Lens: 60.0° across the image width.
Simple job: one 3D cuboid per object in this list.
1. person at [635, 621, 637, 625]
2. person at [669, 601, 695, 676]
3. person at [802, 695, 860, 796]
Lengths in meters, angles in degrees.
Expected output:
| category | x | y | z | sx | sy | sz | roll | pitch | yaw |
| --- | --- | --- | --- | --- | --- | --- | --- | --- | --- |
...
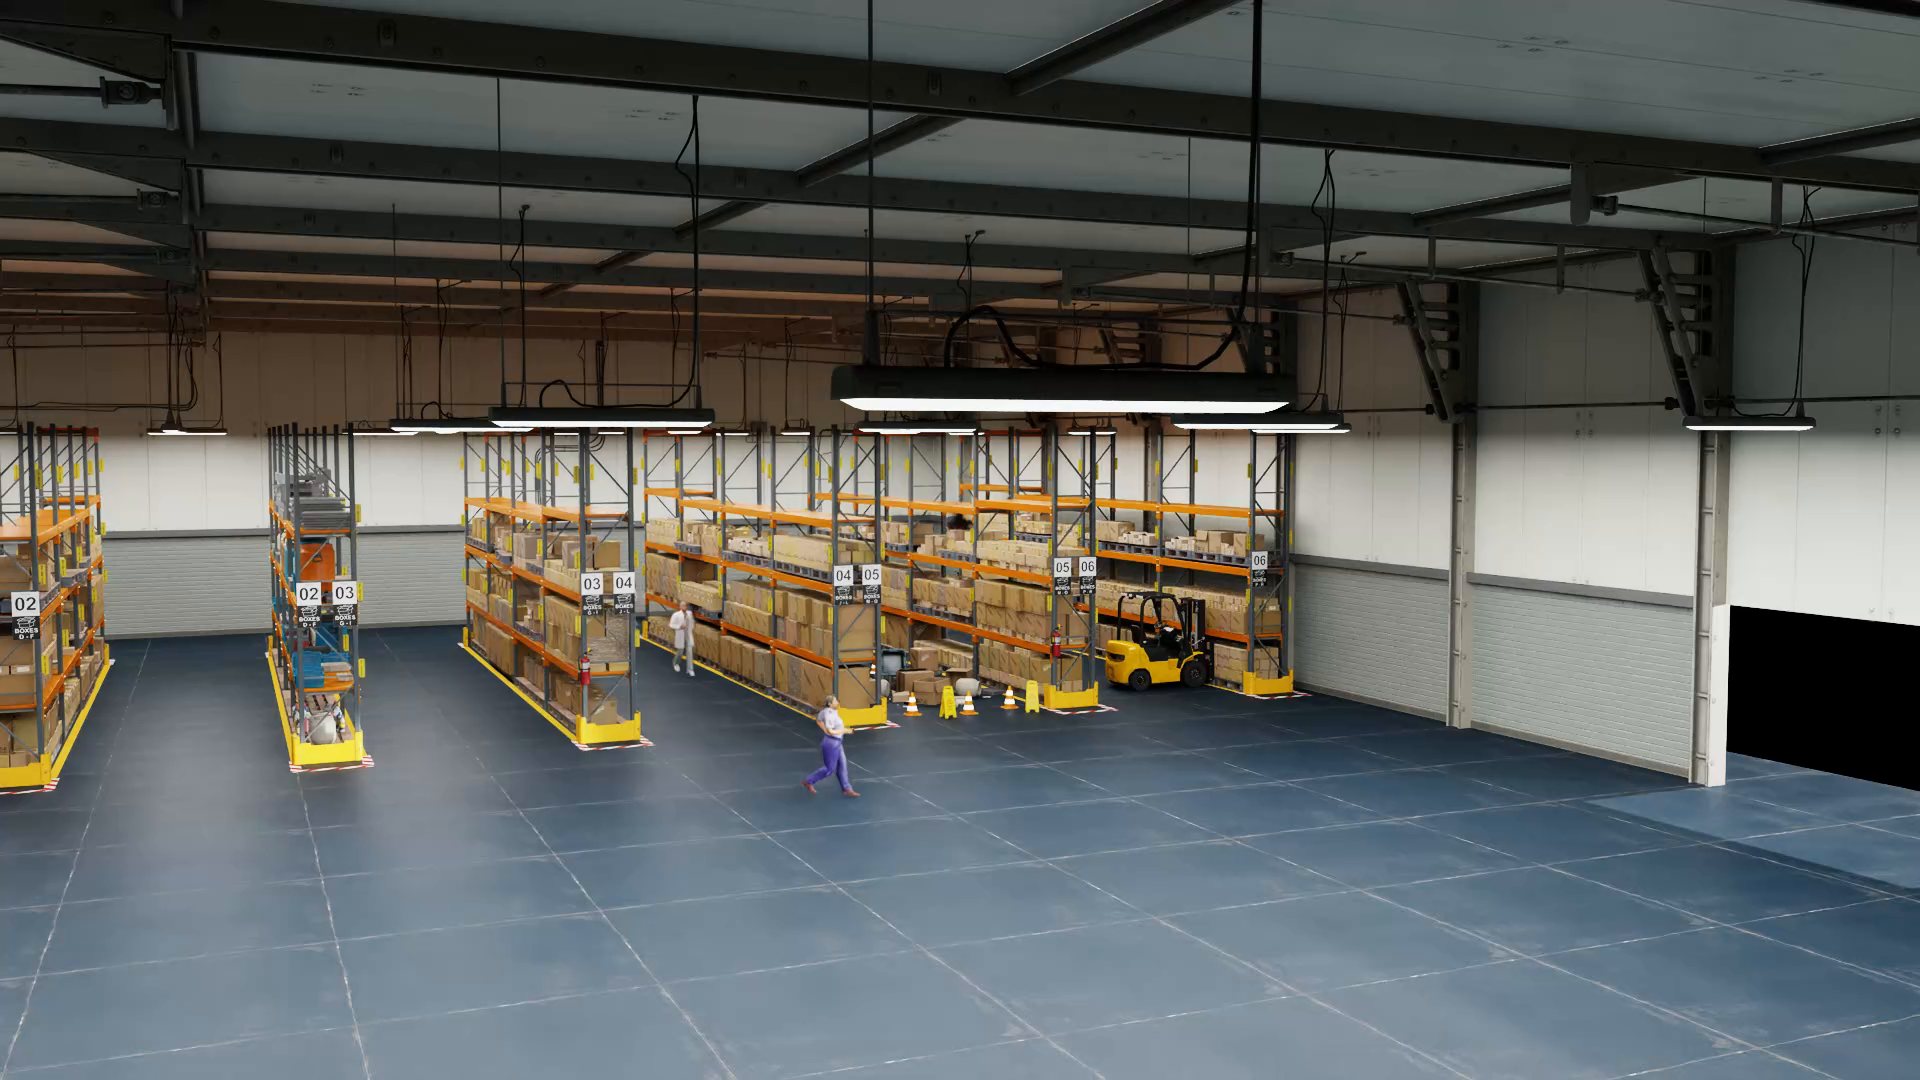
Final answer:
| category | x | y | z | sx | sy | sz | roll | pitch | yaw |
| --- | --- | --- | --- | --- | --- | --- | --- | --- | --- |
| person | -9.811 | 1.977 | 48.752 | 0.866 | 1.531 | 0.606 | -3 | 4 | -37 |
| person | -6.658 | 2.353 | 40.075 | 0.714 | 1.763 | 1.082 | -2 | 4 | -32 |
| person | -2.046 | 3.274 | 26.381 | 0.925 | 1.646 | 0.606 | 0 | 3 | -3 |
